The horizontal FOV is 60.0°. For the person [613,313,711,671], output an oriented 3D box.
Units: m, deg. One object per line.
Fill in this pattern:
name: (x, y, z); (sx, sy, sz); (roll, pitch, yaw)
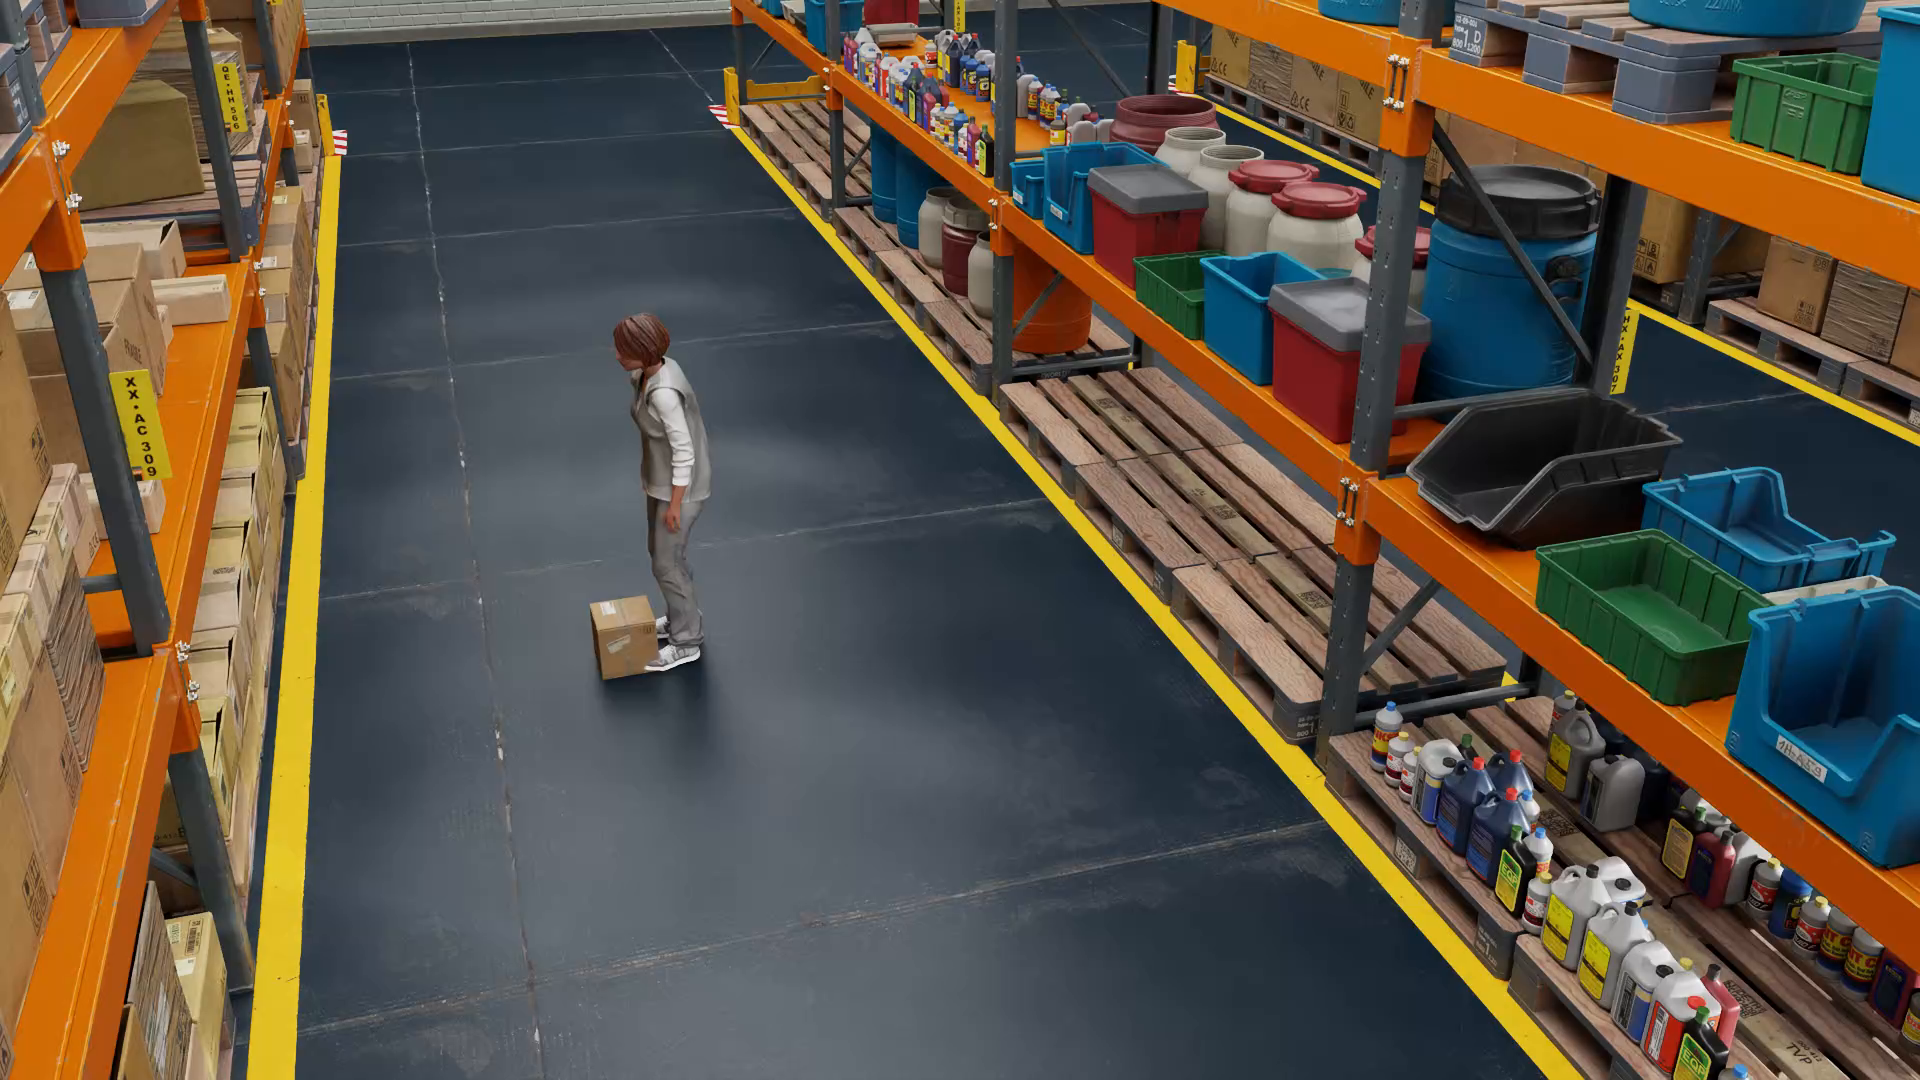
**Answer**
person: (-1.250, -0.208, 7.041); (0.374, 1.593, 0.485); (-10, 28, -19)
